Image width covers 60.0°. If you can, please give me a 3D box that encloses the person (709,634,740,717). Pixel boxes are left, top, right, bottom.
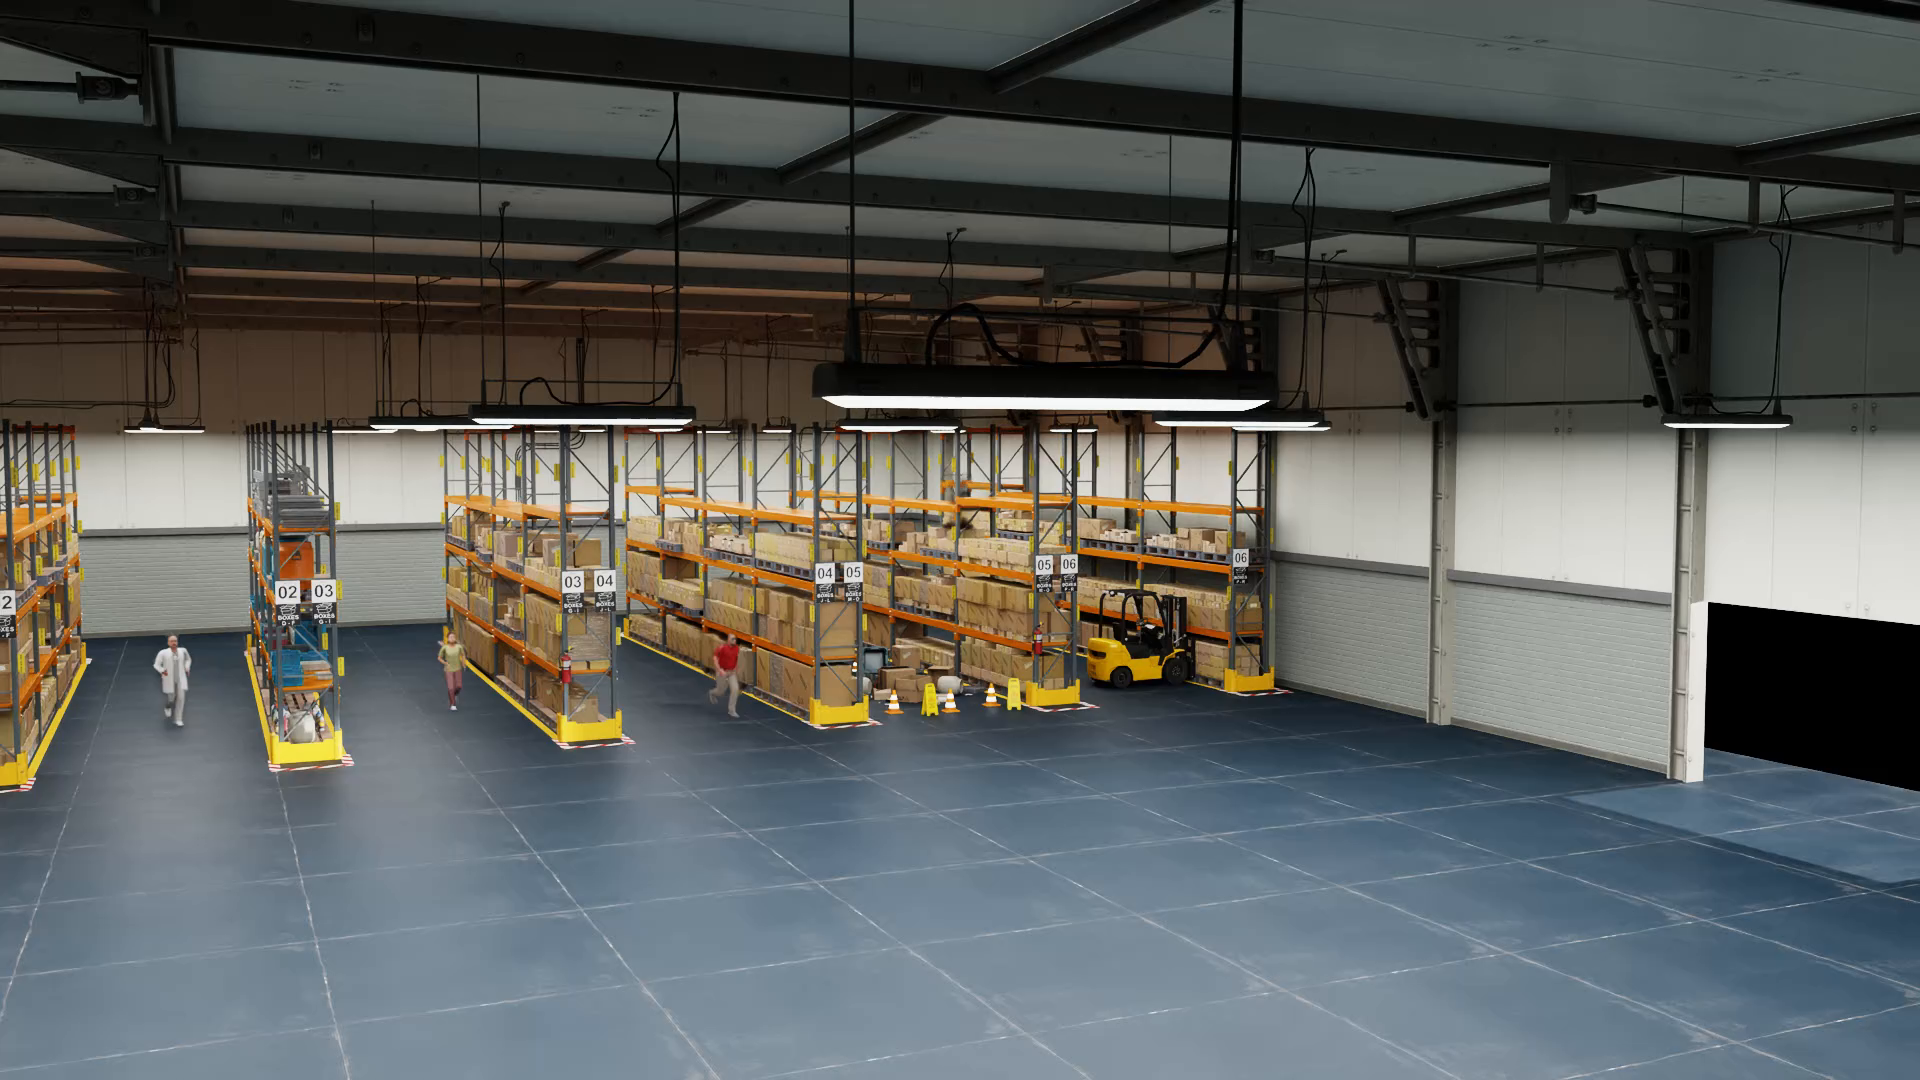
[{"bbox_3d":[-4.824,2.770,34.186,0.666,1.728,0.949,-3,5,-42],"label":"person"}]

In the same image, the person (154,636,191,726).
[{"bbox_3d":[-15.622,2.784,33.057,0.711,1.764,0.918,-3,4,-37],"label":"person"}]

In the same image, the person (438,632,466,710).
[{"bbox_3d":[-10.625,2.864,34.831,0.580,1.379,0.553,-2,4,-27],"label":"person"}]
